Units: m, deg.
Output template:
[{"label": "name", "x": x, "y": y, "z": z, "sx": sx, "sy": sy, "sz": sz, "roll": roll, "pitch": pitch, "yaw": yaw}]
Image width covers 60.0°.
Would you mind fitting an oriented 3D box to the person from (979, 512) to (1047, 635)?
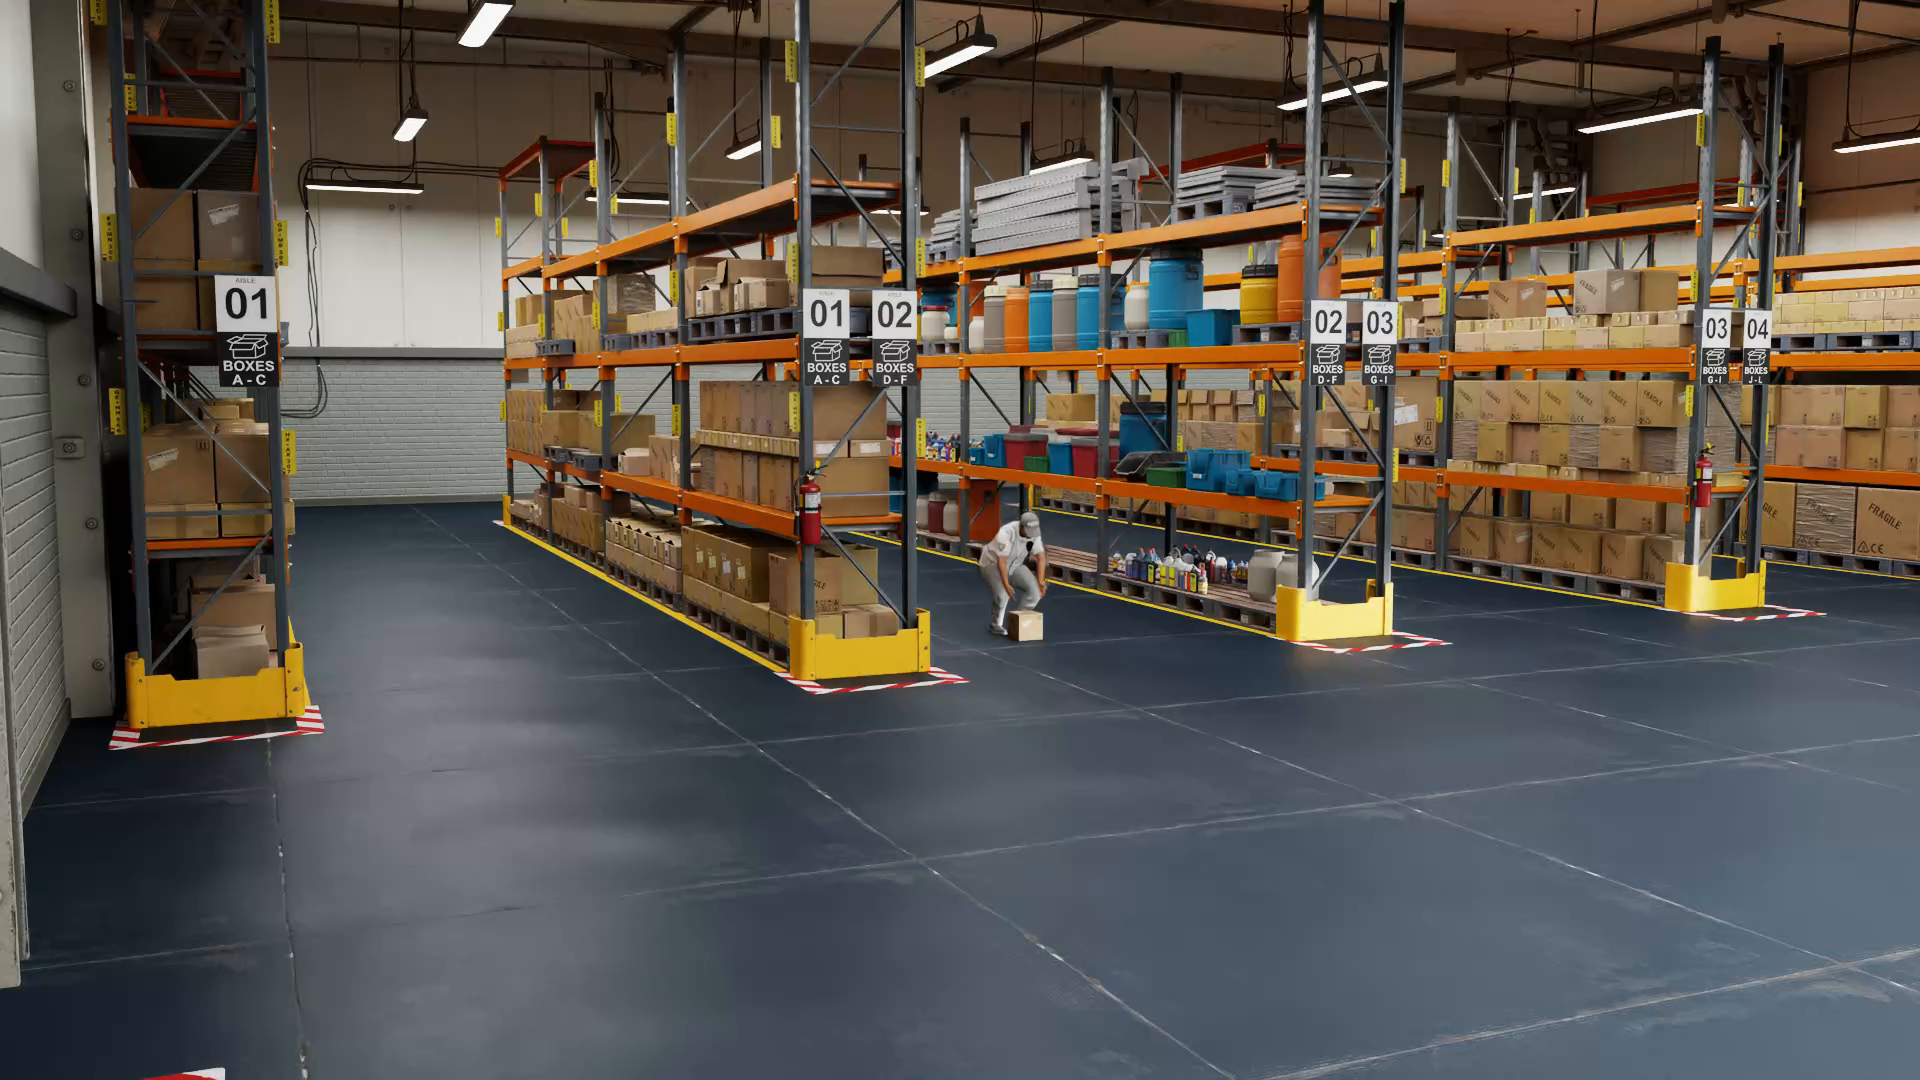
[{"label": "person", "x": 0.537, "y": 0.309, "z": 16.216, "sx": 0.535, "sy": 1.207, "sz": 0.806, "roll": -3, "pitch": 6, "yaw": -24}]
